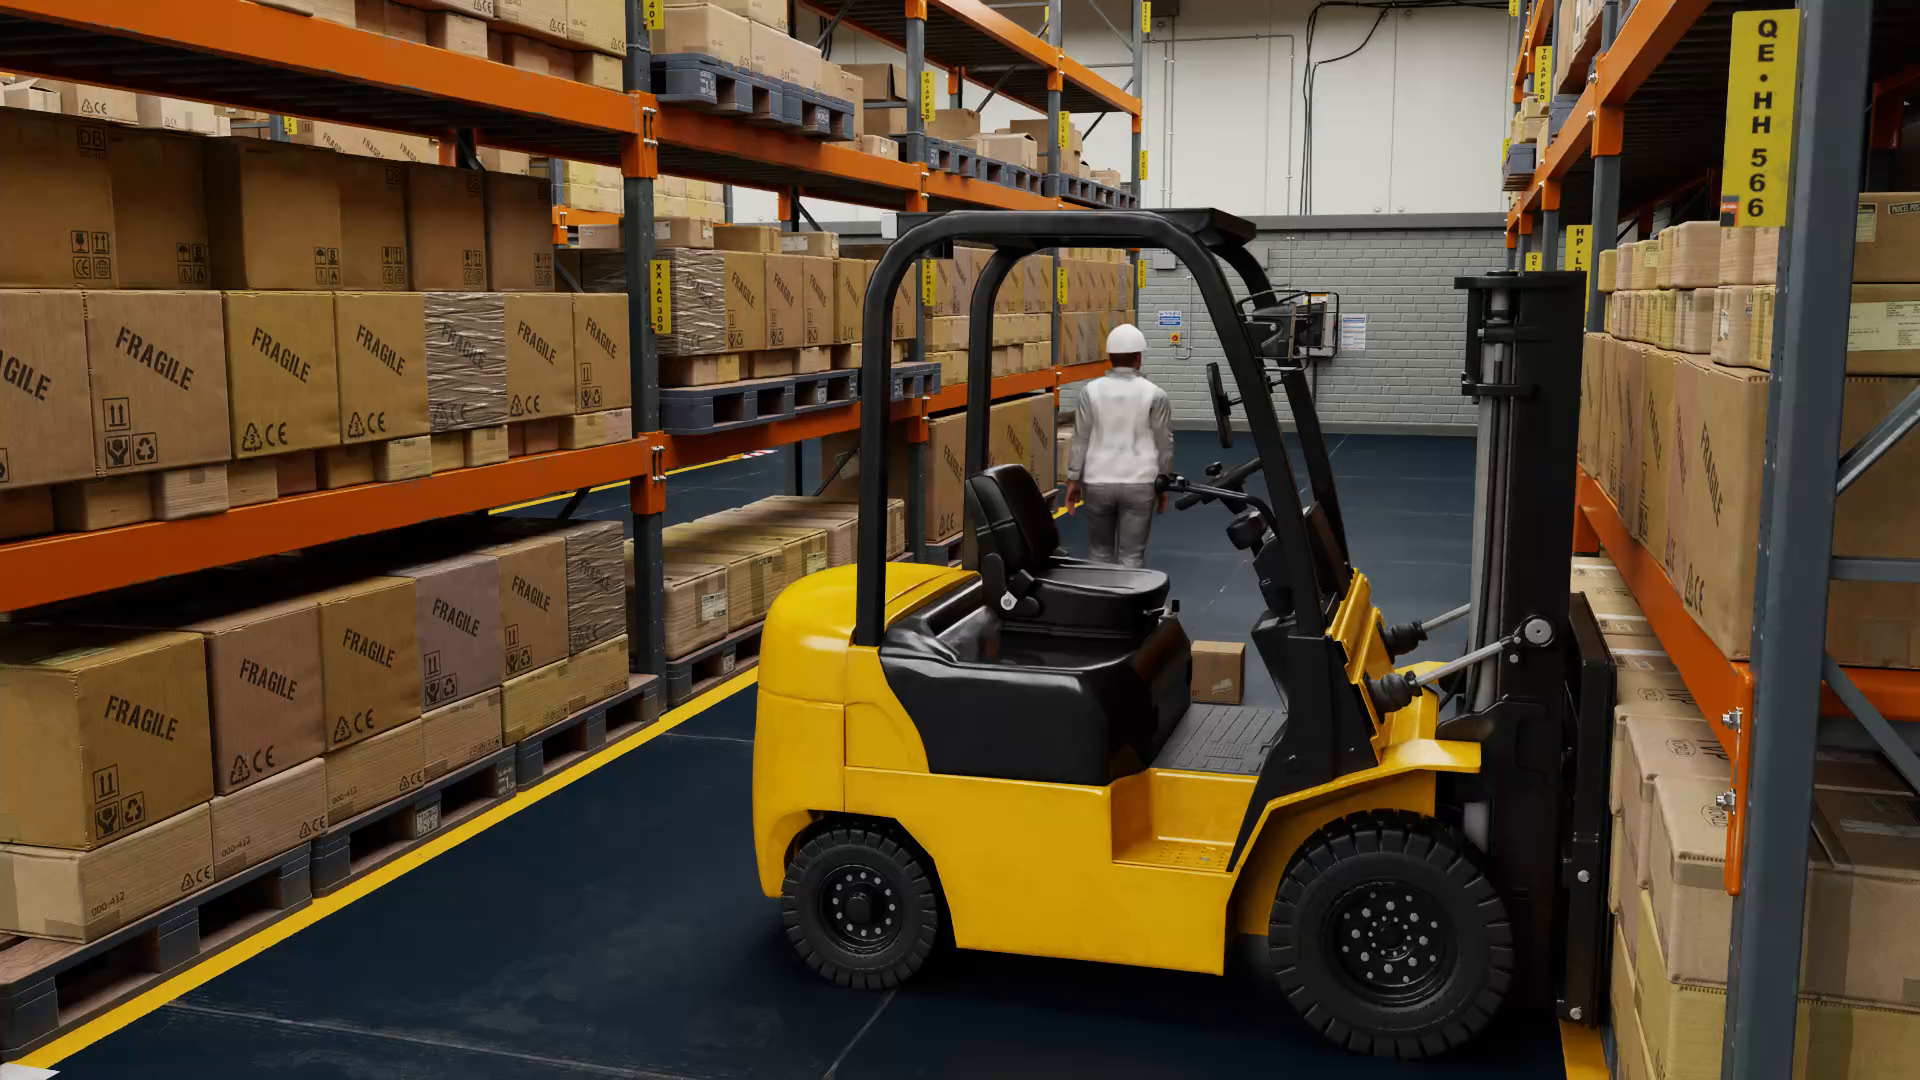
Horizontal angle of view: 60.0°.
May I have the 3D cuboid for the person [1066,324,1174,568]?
[{"bbox_3d":[0.904,-0.276,9.283,0.578,1.841,0.606,2,9,16],"label":"person"}]
